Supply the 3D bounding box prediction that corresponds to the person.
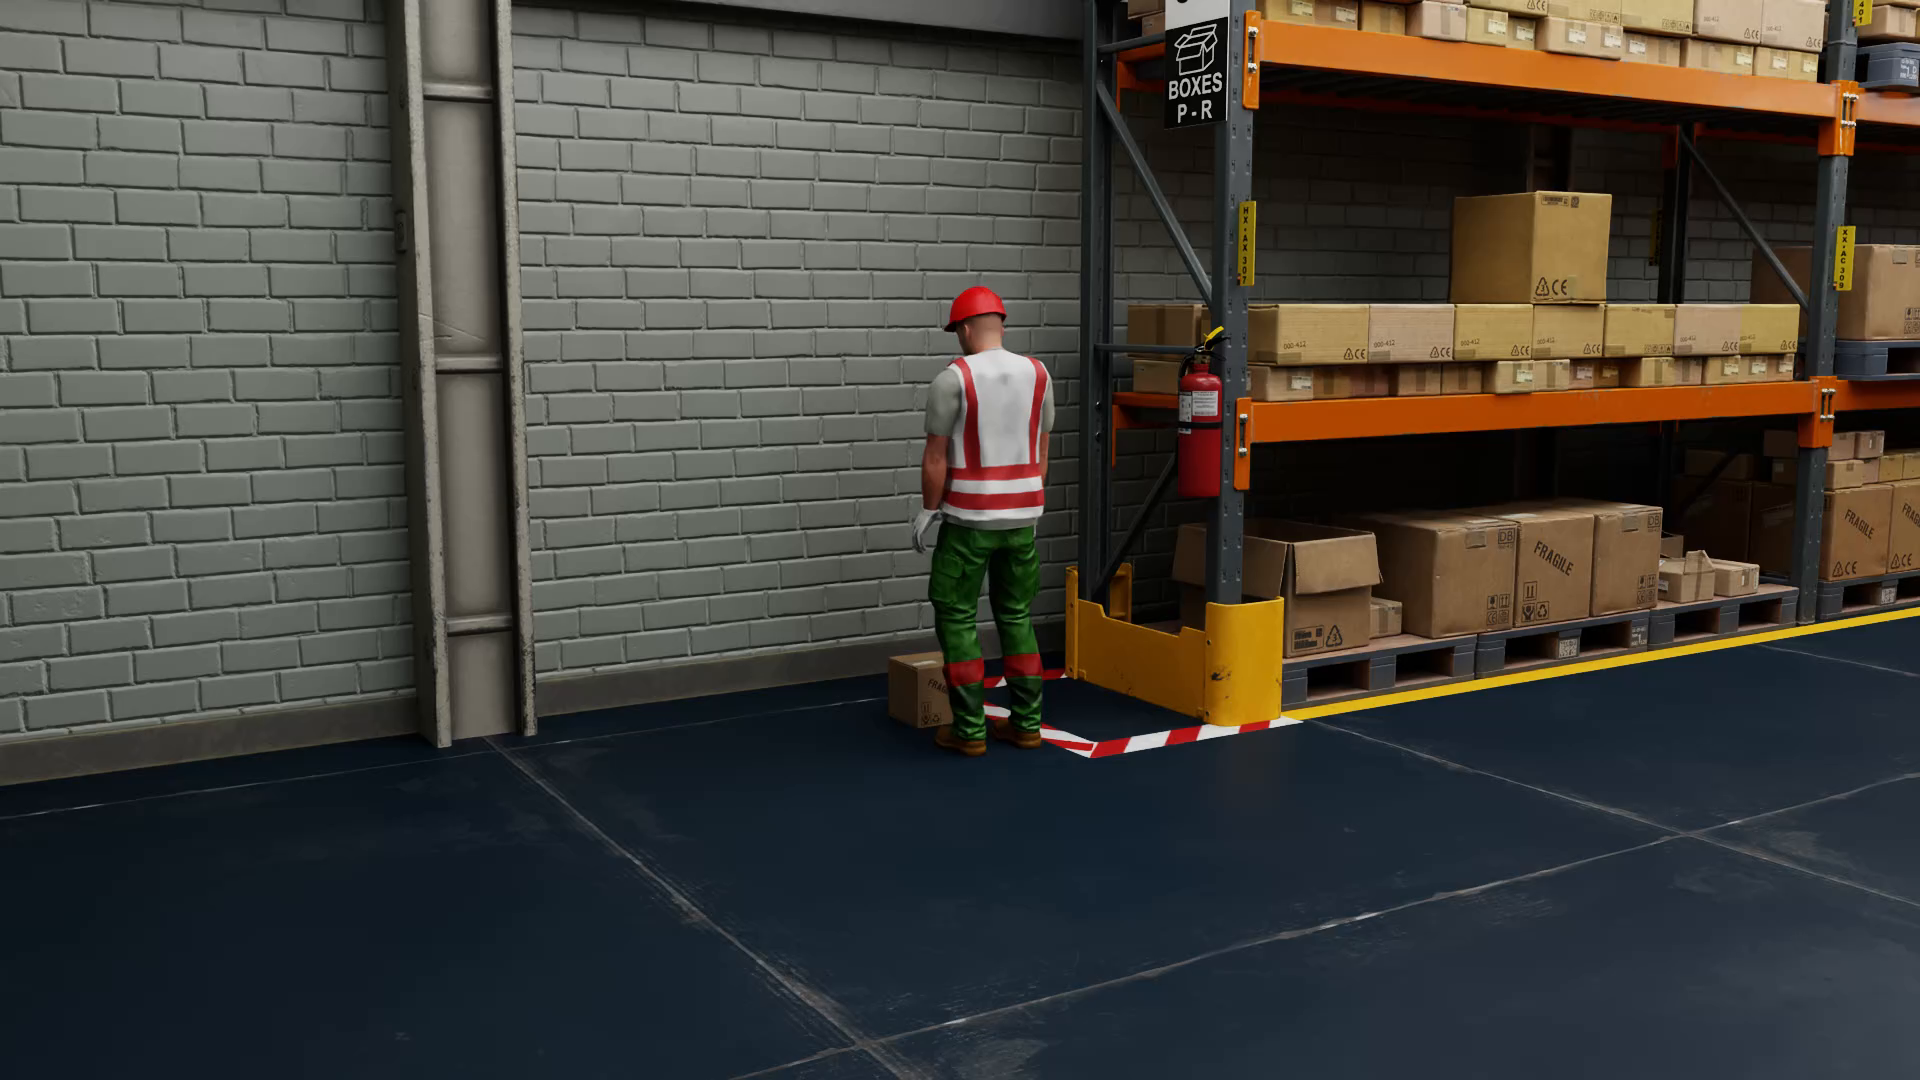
[{"bbox_3d":[0.087,-0.075,6.340,0.533,1.766,0.388,-4,9,-27],"label":"person"}]
